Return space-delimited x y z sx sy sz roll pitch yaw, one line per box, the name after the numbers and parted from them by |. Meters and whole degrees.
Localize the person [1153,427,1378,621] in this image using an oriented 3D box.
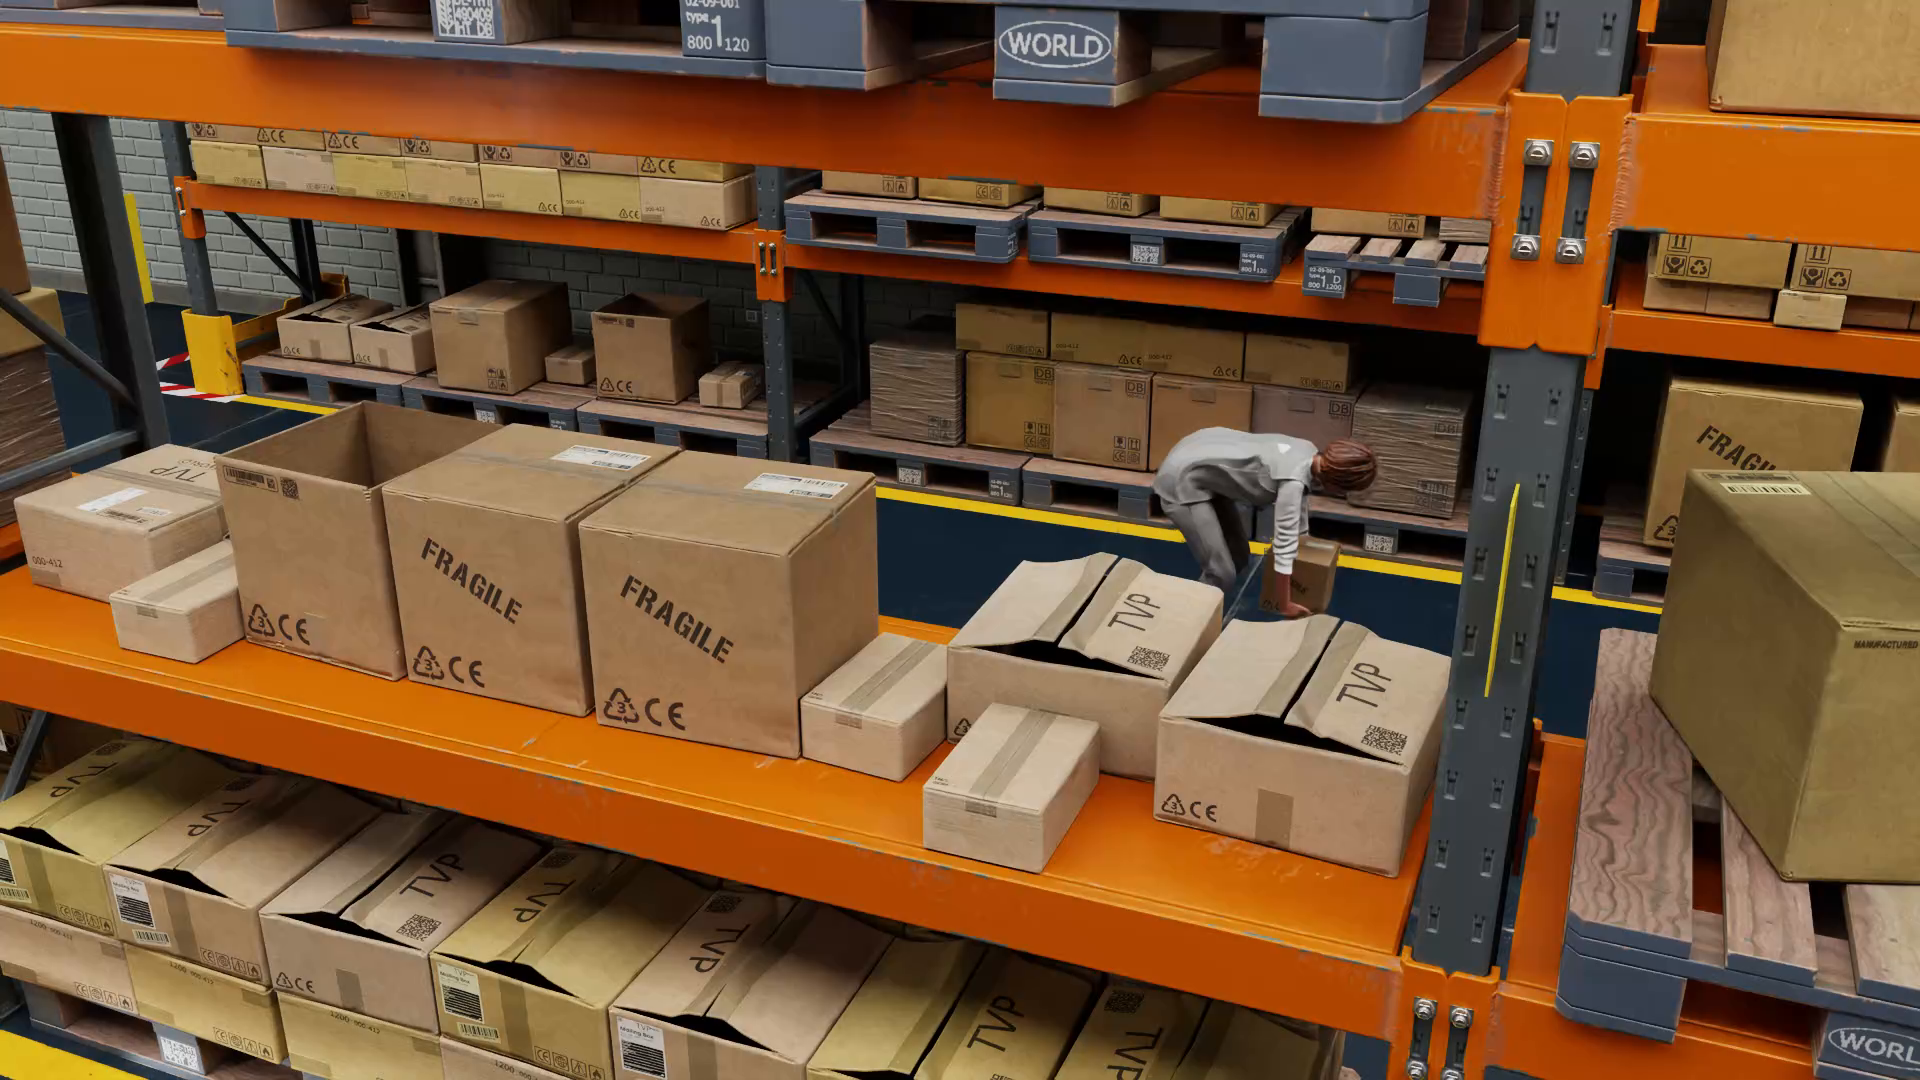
1.193 0.060 6.679 0.864 1.047 0.386 8 24 18 | person
